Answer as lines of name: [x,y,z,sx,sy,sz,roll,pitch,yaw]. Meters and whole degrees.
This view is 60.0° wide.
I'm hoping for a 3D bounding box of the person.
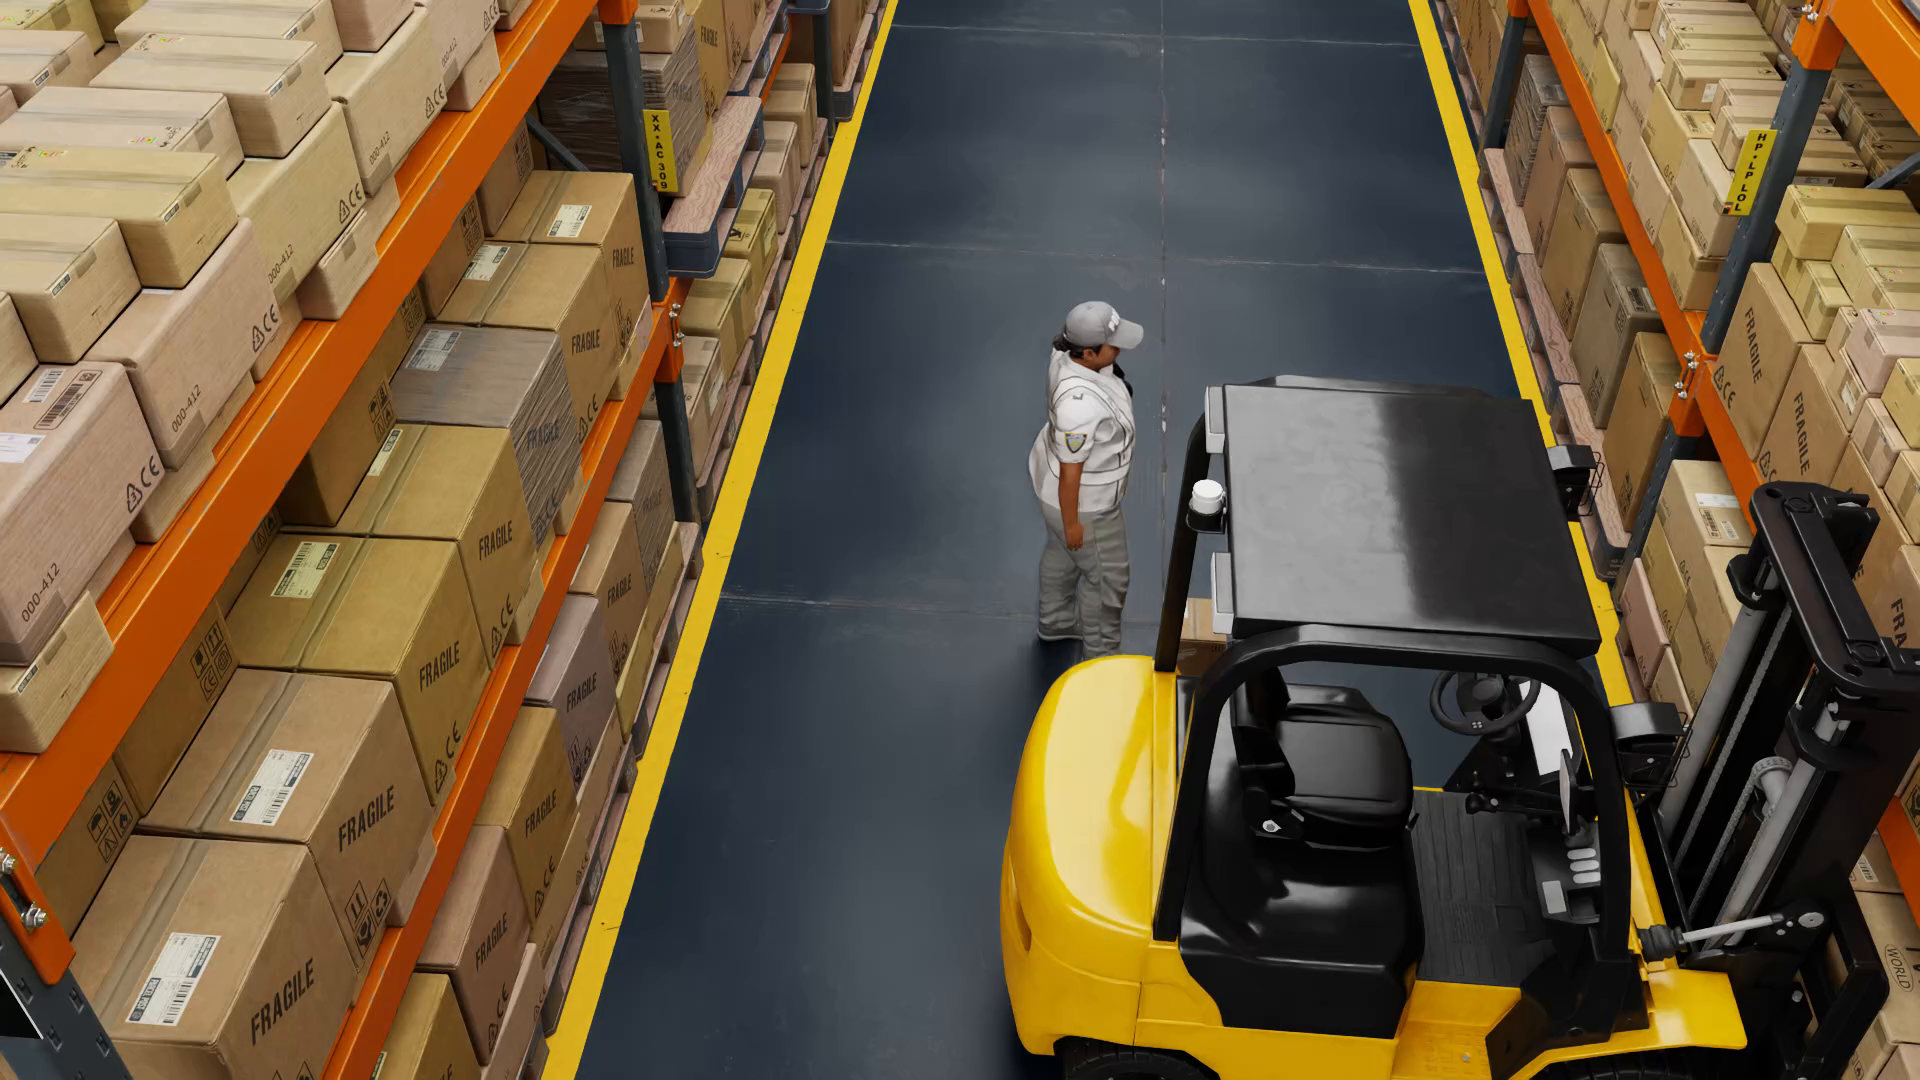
person: [0.517,-0.191,6.397,0.498,1.698,0.532,-3,40,-4]
